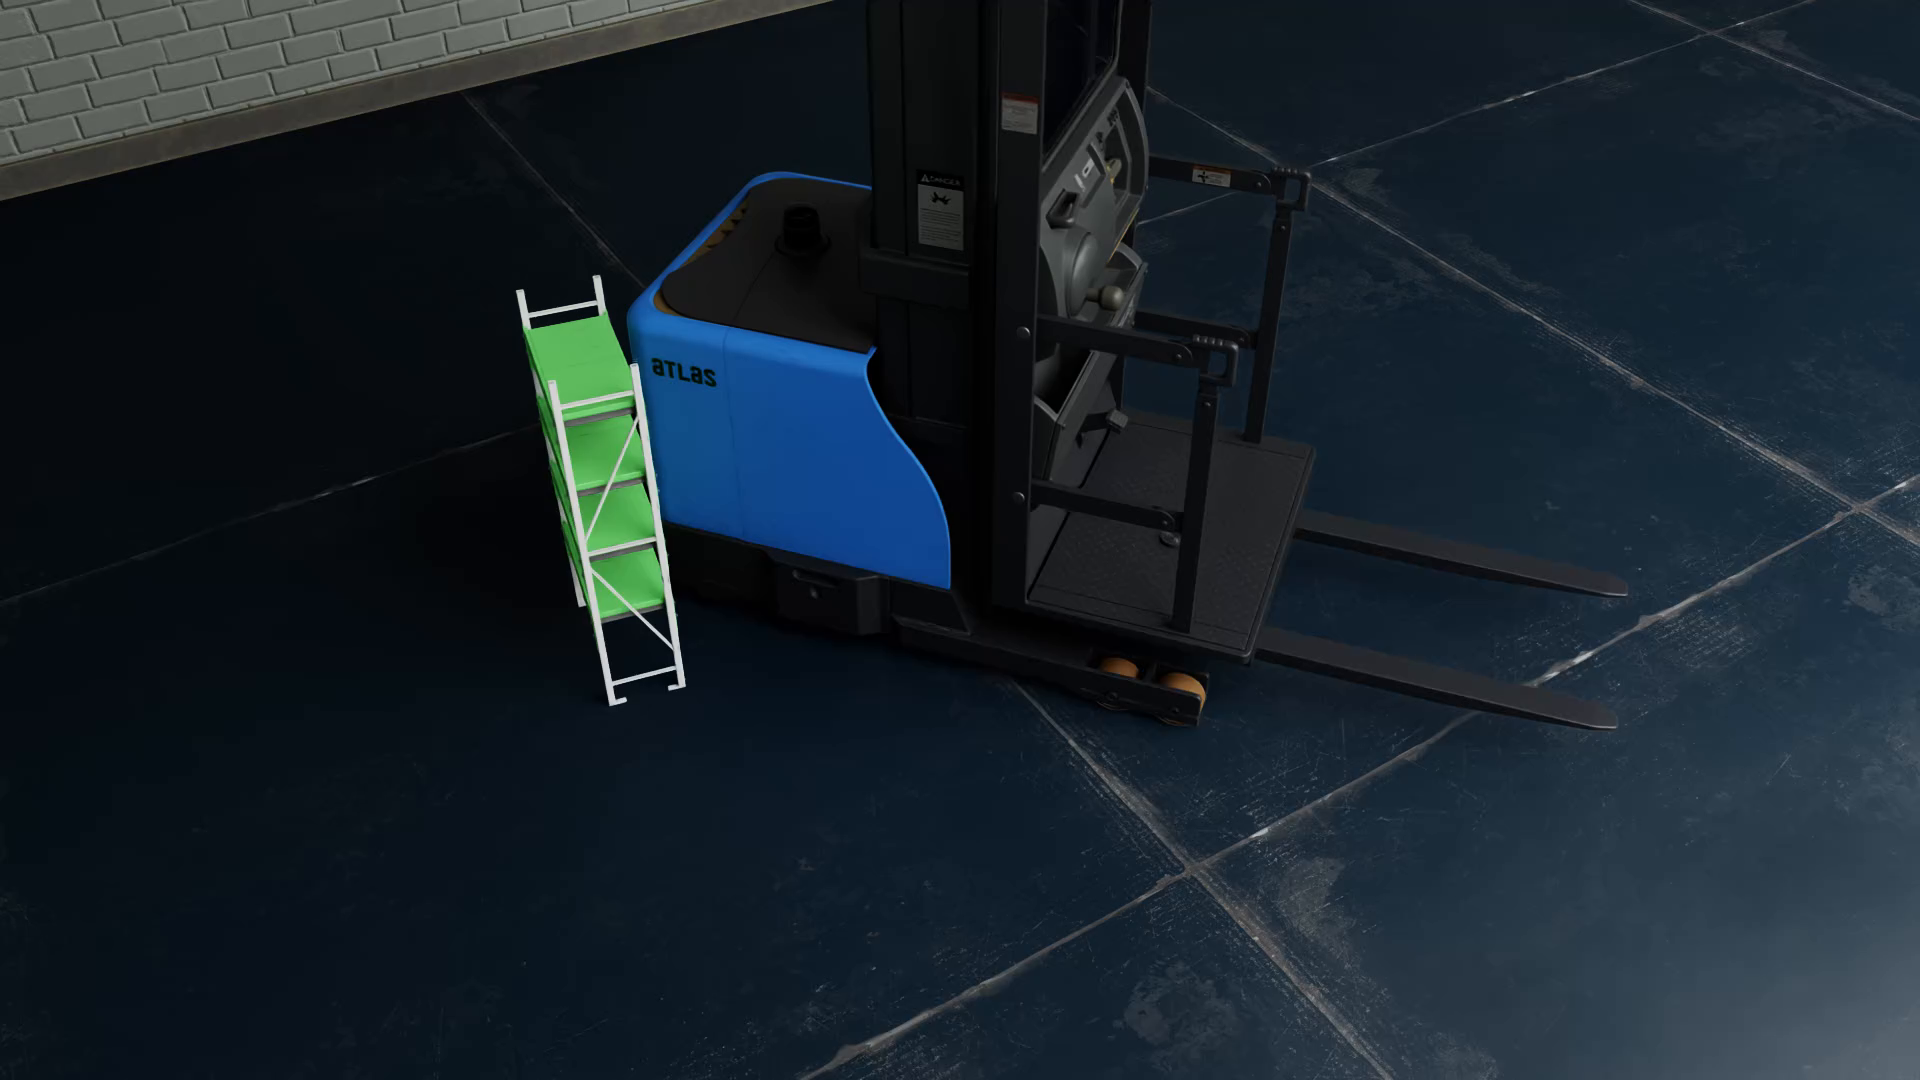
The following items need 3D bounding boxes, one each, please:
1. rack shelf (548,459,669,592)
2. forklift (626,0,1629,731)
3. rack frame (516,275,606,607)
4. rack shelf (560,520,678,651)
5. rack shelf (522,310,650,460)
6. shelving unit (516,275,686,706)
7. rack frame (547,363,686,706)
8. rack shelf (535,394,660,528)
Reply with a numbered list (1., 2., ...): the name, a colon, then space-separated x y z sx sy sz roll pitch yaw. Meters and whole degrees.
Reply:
1. rack shelf: -1.060 -0.077 5.004 0.258 0.148 0.480 -14 42 -16
2. forklift: 0.567 -0.944 4.593 3.031 2.935 1.130 13 42 15
3. rack frame: -1.148 -0.271 5.138 0.240 1.200 0.015 -14 42 -16
4. rack shelf: -1.060 0.108 5.158 0.258 0.148 0.480 -14 42 -16
5. rack shelf: -1.060 -0.445 4.697 0.258 0.148 0.480 -14 42 -16
6. shelving unit: -1.060 -0.126 4.963 0.258 1.200 0.503 -14 42 -16
7. rack frame: -0.972 0.020 4.789 0.240 1.200 0.015 -14 42 -16
8. rack shelf: -1.060 -0.261 4.851 0.258 0.148 0.480 -14 42 -16
